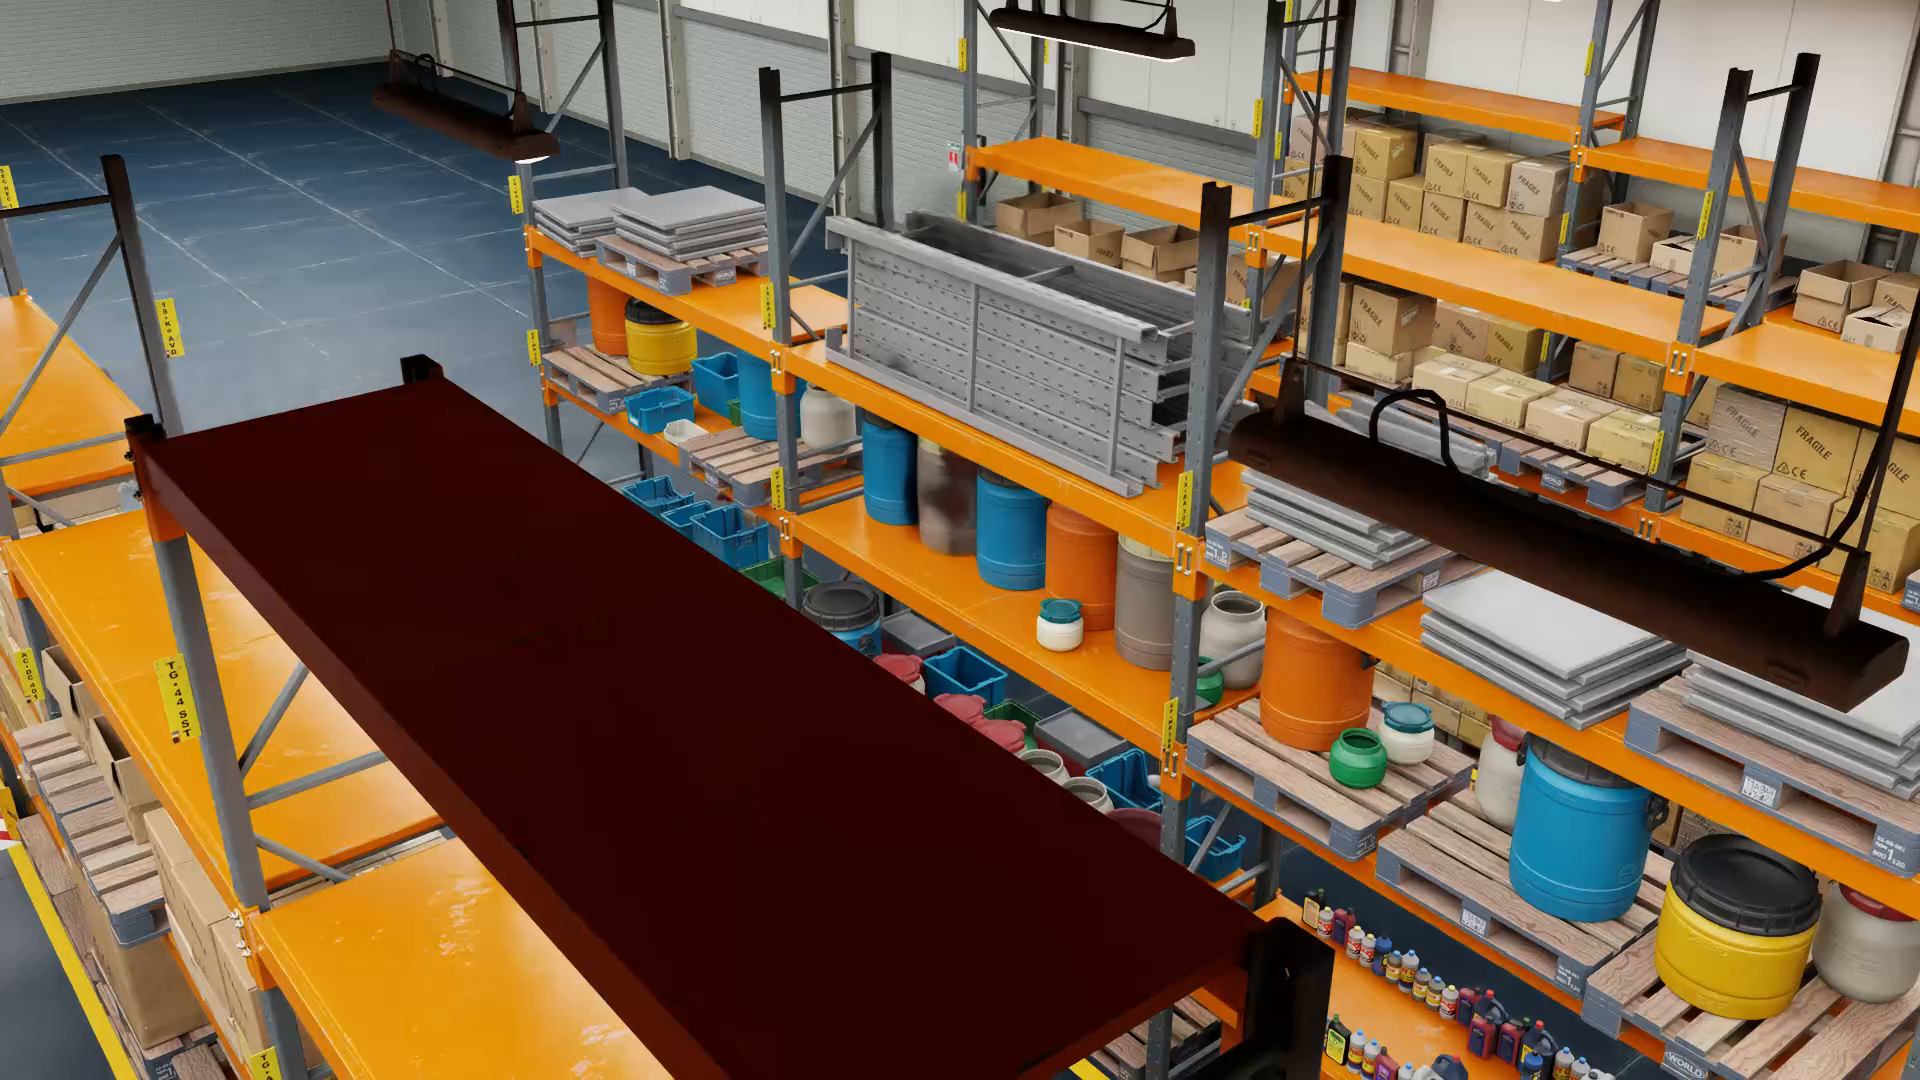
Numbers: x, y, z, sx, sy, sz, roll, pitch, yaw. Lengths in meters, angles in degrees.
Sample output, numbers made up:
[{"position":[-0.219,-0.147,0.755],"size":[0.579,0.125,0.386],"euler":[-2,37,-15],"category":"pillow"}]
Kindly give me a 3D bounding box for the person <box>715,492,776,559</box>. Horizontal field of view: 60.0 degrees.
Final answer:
[{"position":[-2.190,-0.265,16.896],"size":[0.888,1.757,0.670],"euler":[15,30,28],"category":"person"}]

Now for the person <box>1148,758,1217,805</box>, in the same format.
[{"position":[1.768,1.304,12.950],"size":[0.692,1.753,0.709],"euler":[19,32,34],"category":"person"}]
